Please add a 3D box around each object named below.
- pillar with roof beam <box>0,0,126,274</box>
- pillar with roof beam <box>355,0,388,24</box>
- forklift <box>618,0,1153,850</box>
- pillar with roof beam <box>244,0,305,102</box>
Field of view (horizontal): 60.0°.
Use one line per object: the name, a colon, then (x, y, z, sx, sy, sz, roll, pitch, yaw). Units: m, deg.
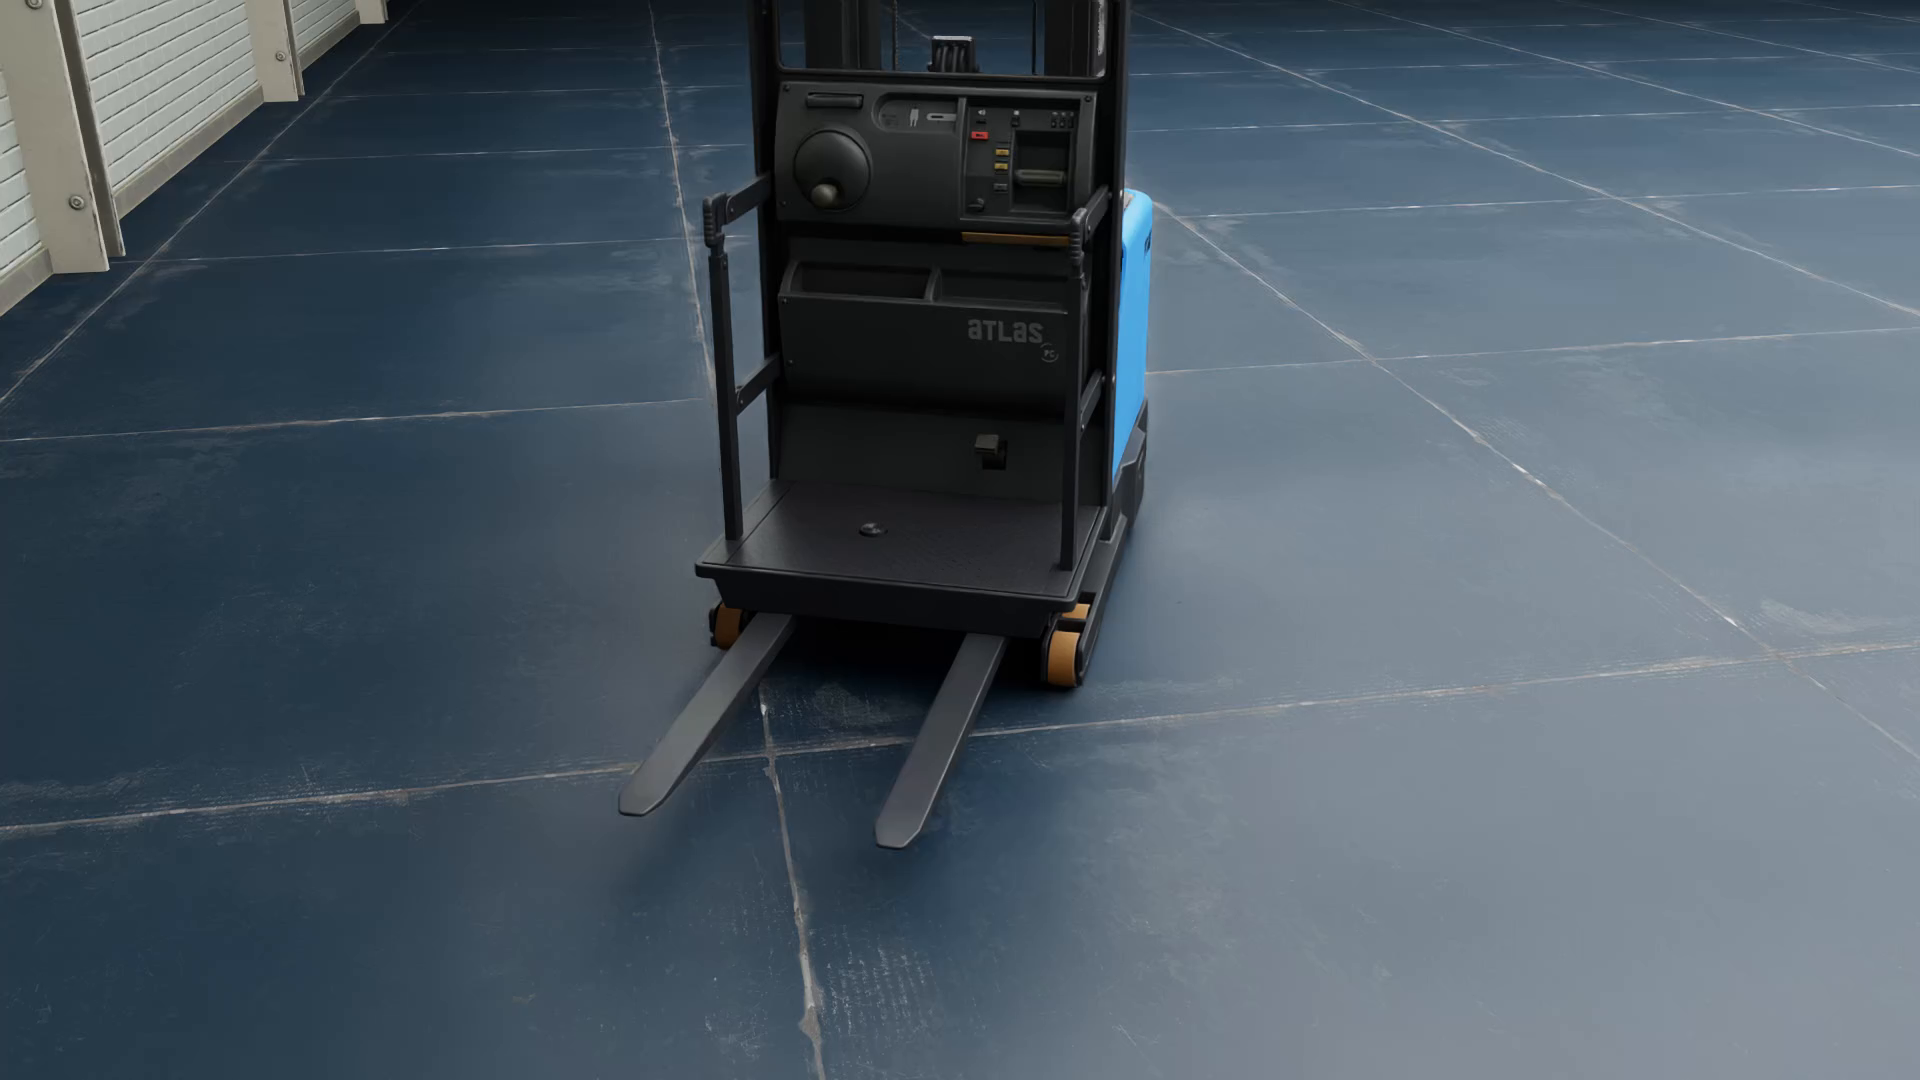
pillar with roof beam: (-0.641, -5.984, 8.208, 9.100, 9.000, 0.400, -4, 24, -10)
pillar with roof beam: (-2.860, -10.704, 19.016, 9.100, 9.000, 0.400, -4, 24, -10)
forklift: (-0.122, -1.083, 4.567, 1.130, 2.935, 3.031, 5, 24, 12)
pillar with roof beam: (-1.750, -8.344, 13.612, 9.100, 9.000, 0.400, -4, 24, -10)
